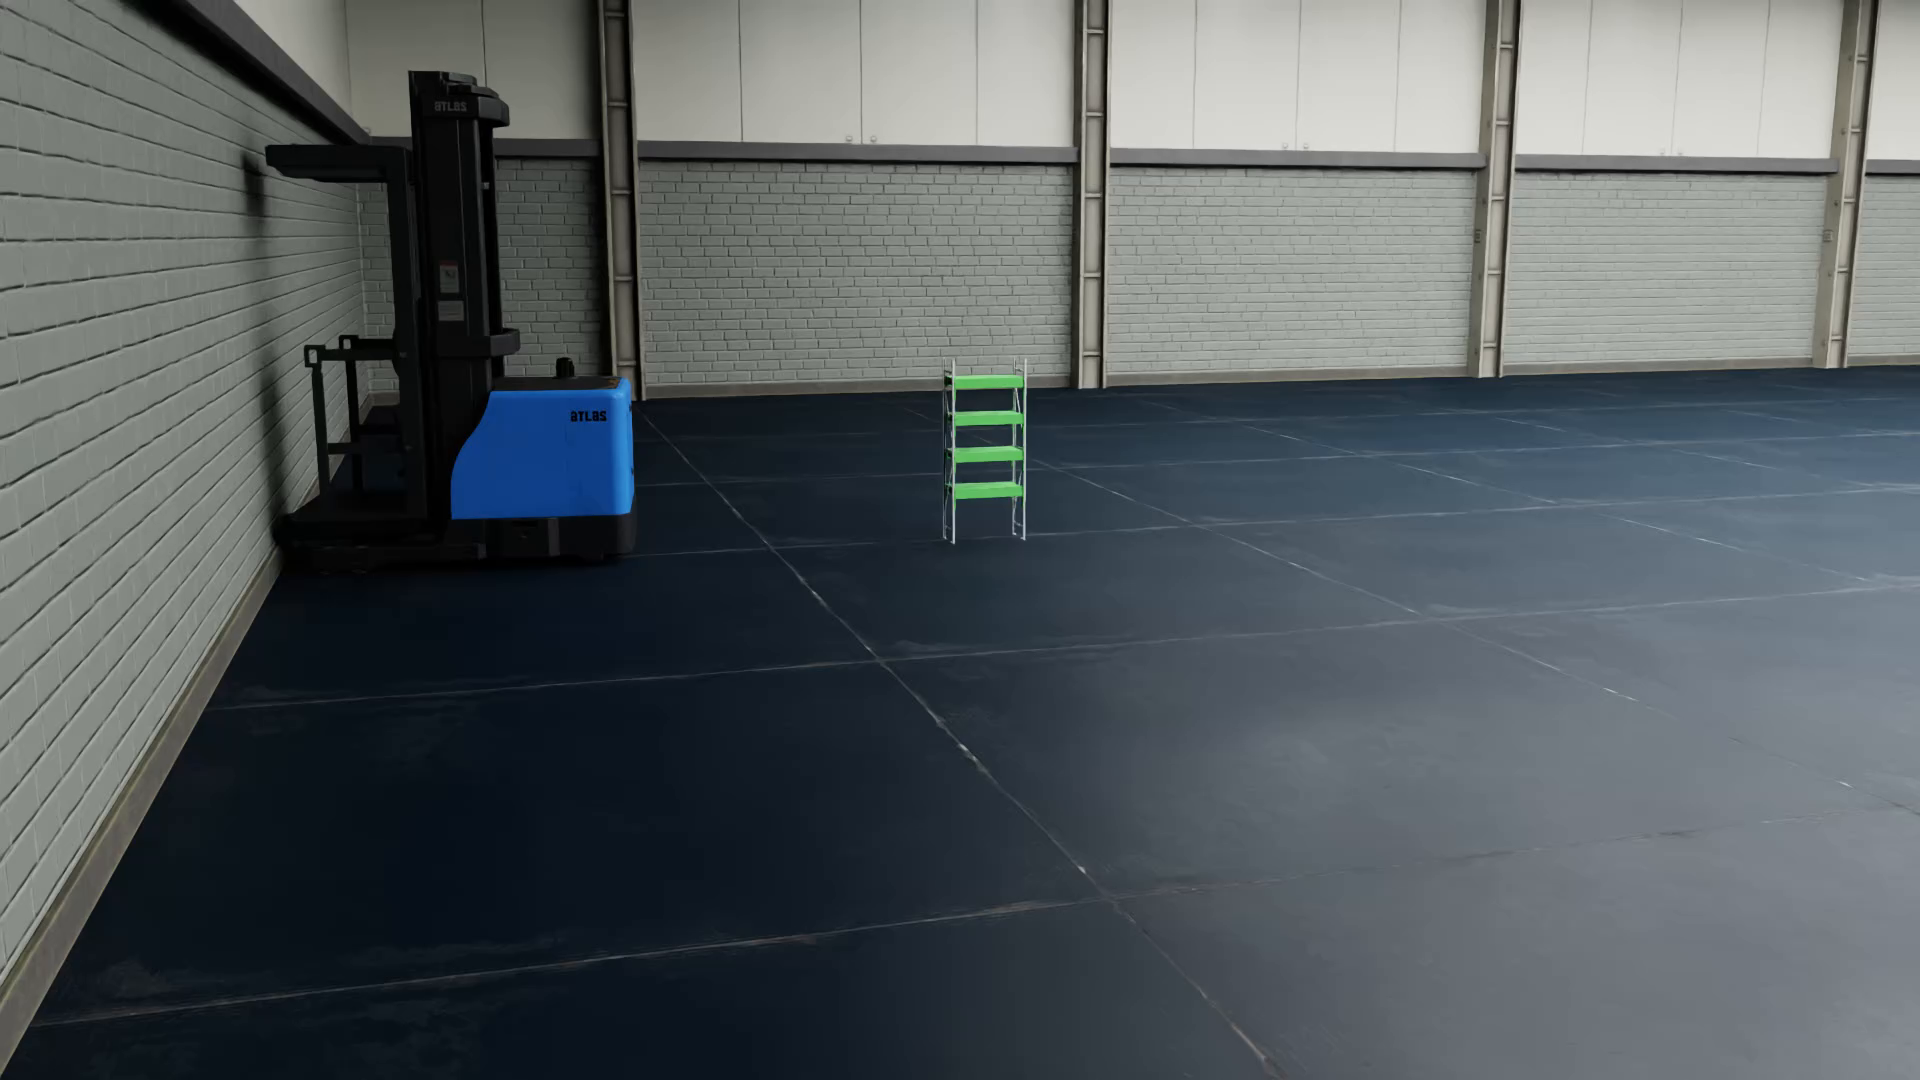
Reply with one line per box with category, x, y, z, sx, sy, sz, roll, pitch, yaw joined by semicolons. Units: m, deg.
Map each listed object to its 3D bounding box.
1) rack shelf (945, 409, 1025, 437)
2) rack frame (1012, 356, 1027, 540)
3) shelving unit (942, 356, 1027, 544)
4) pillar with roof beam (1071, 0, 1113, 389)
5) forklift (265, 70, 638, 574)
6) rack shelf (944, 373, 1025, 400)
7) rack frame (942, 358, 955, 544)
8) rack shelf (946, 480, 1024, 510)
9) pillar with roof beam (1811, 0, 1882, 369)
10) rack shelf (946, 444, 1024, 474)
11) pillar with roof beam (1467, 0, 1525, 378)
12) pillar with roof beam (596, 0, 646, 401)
rack shelf;0.159;-0.772;10.951;0.480;0.148;0.258;-3;11;-16
rack frame;0.393;-0.611;11.050;0.015;1.200;0.240;-3;11;-16
shelving unit;0.159;-0.598;10.983;0.503;1.200;0.258;-3;11;-16
pillar with roof beam;2.903;-5.697;17.136;0.400;9.000;9.100;-3;11;-16
forklift;-3.585;-1.338;10.220;3.031;2.935;1.130;-2;11;-9
rack shelf;0.159;-1.008;10.908;0.480;0.148;0.258;-3;11;-16
rack frame;-0.075;-0.586;10.916;0.015;1.200;0.240;-3;11;-16
rack shelf;0.159;-0.300;11.038;0.480;0.148;0.258;-3;11;-16
pillar with roof beam;14.424;-6.304;20.435;0.400;9.000;9.100;-3;11;-16
rack shelf;0.159;-0.536;10.995;0.480;0.148;0.258;-3;11;-16
pillar with roof beam;8.664;-6.000;18.786;0.400;9.000;9.100;-3;11;-16
pillar with roof beam;-2.858;-5.393;15.487;0.400;9.000;9.100;-3;11;-16
